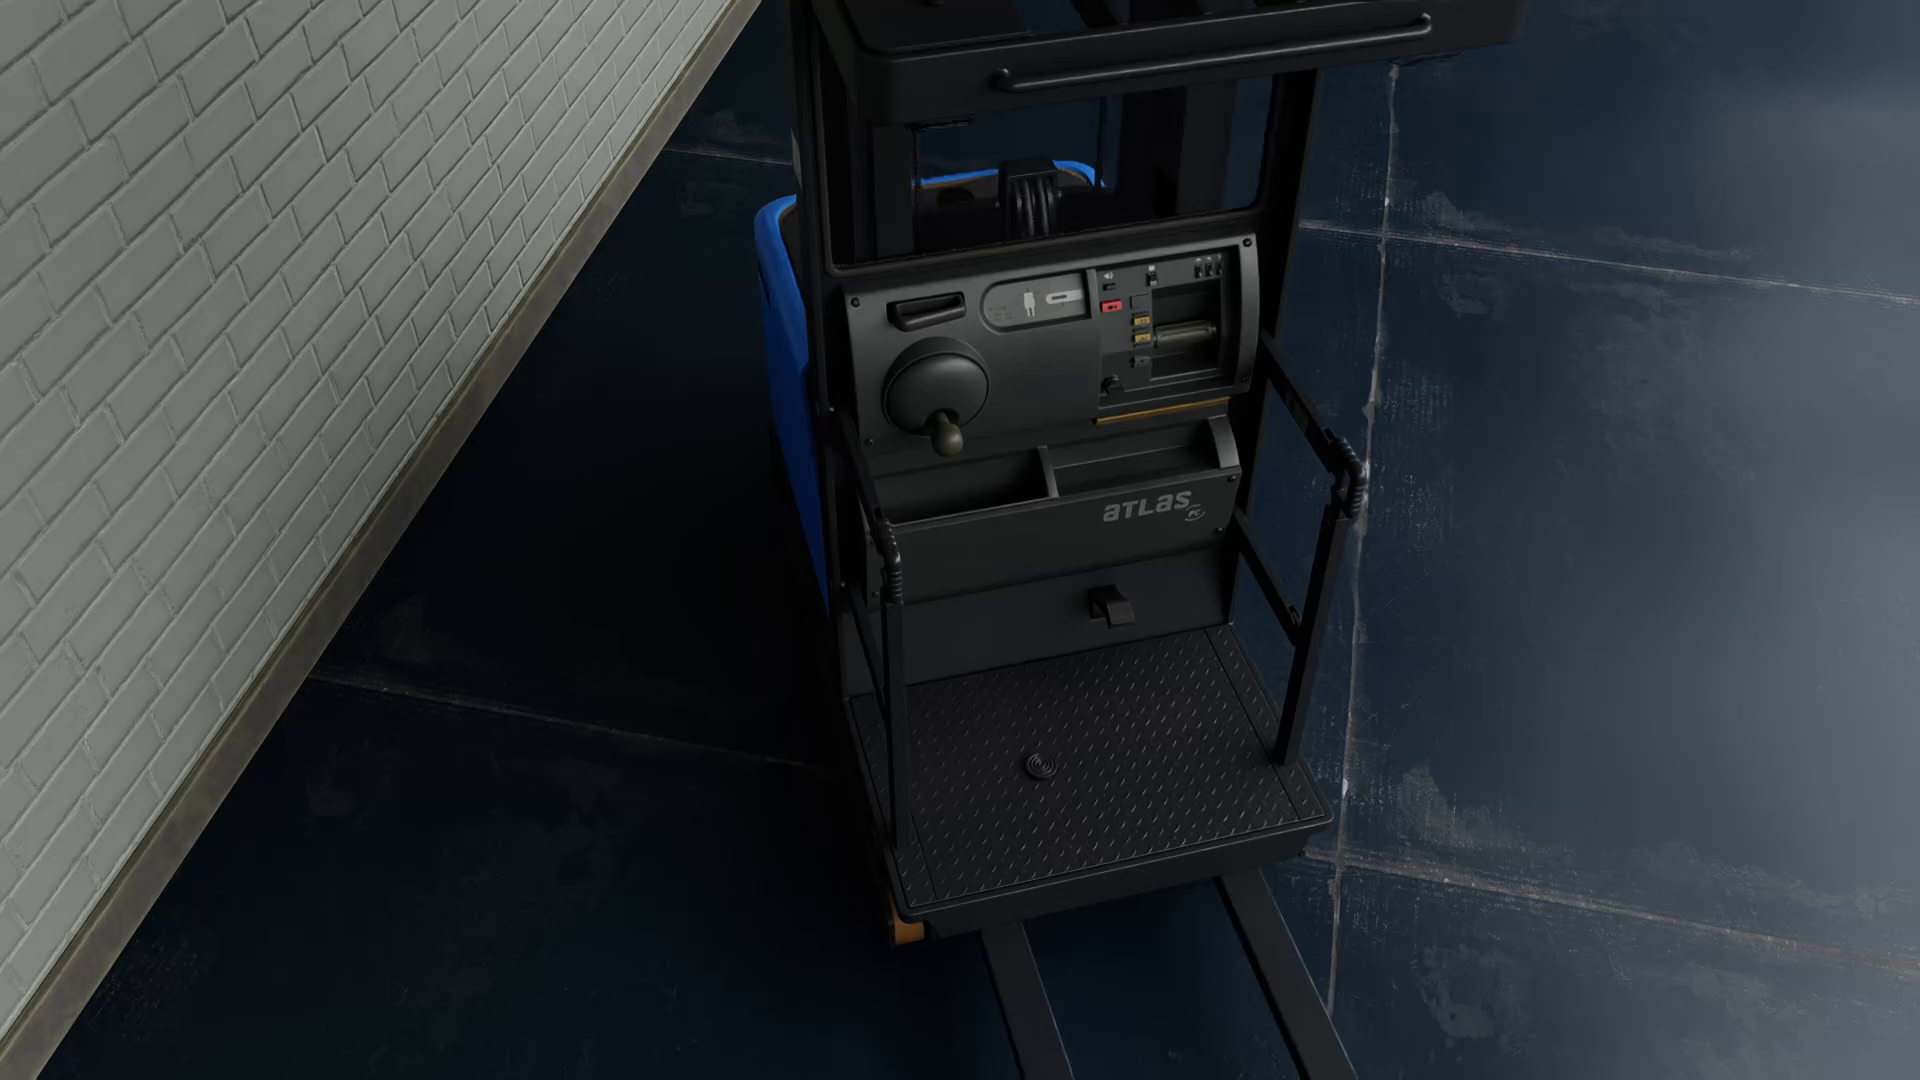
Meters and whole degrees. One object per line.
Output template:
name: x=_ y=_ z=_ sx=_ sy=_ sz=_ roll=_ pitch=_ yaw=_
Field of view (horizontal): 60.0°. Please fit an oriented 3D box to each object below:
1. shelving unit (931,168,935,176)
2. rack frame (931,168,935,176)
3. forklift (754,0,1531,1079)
shelving unit: x=-0.154 y=-0.728 z=5.357 sx=0.210 sy=0.900 sz=0.258 roll=-10 pitch=45 yaw=-11
rack frame: x=-0.056 y=-0.746 z=5.375 sx=0.006 sy=0.900 sz=0.240 roll=-10 pitch=45 yaw=-11
forklift: x=0.269 y=-0.344 z=3.494 sx=1.130 sy=2.935 sz=3.031 roll=-10 pitch=45 yaw=-11
